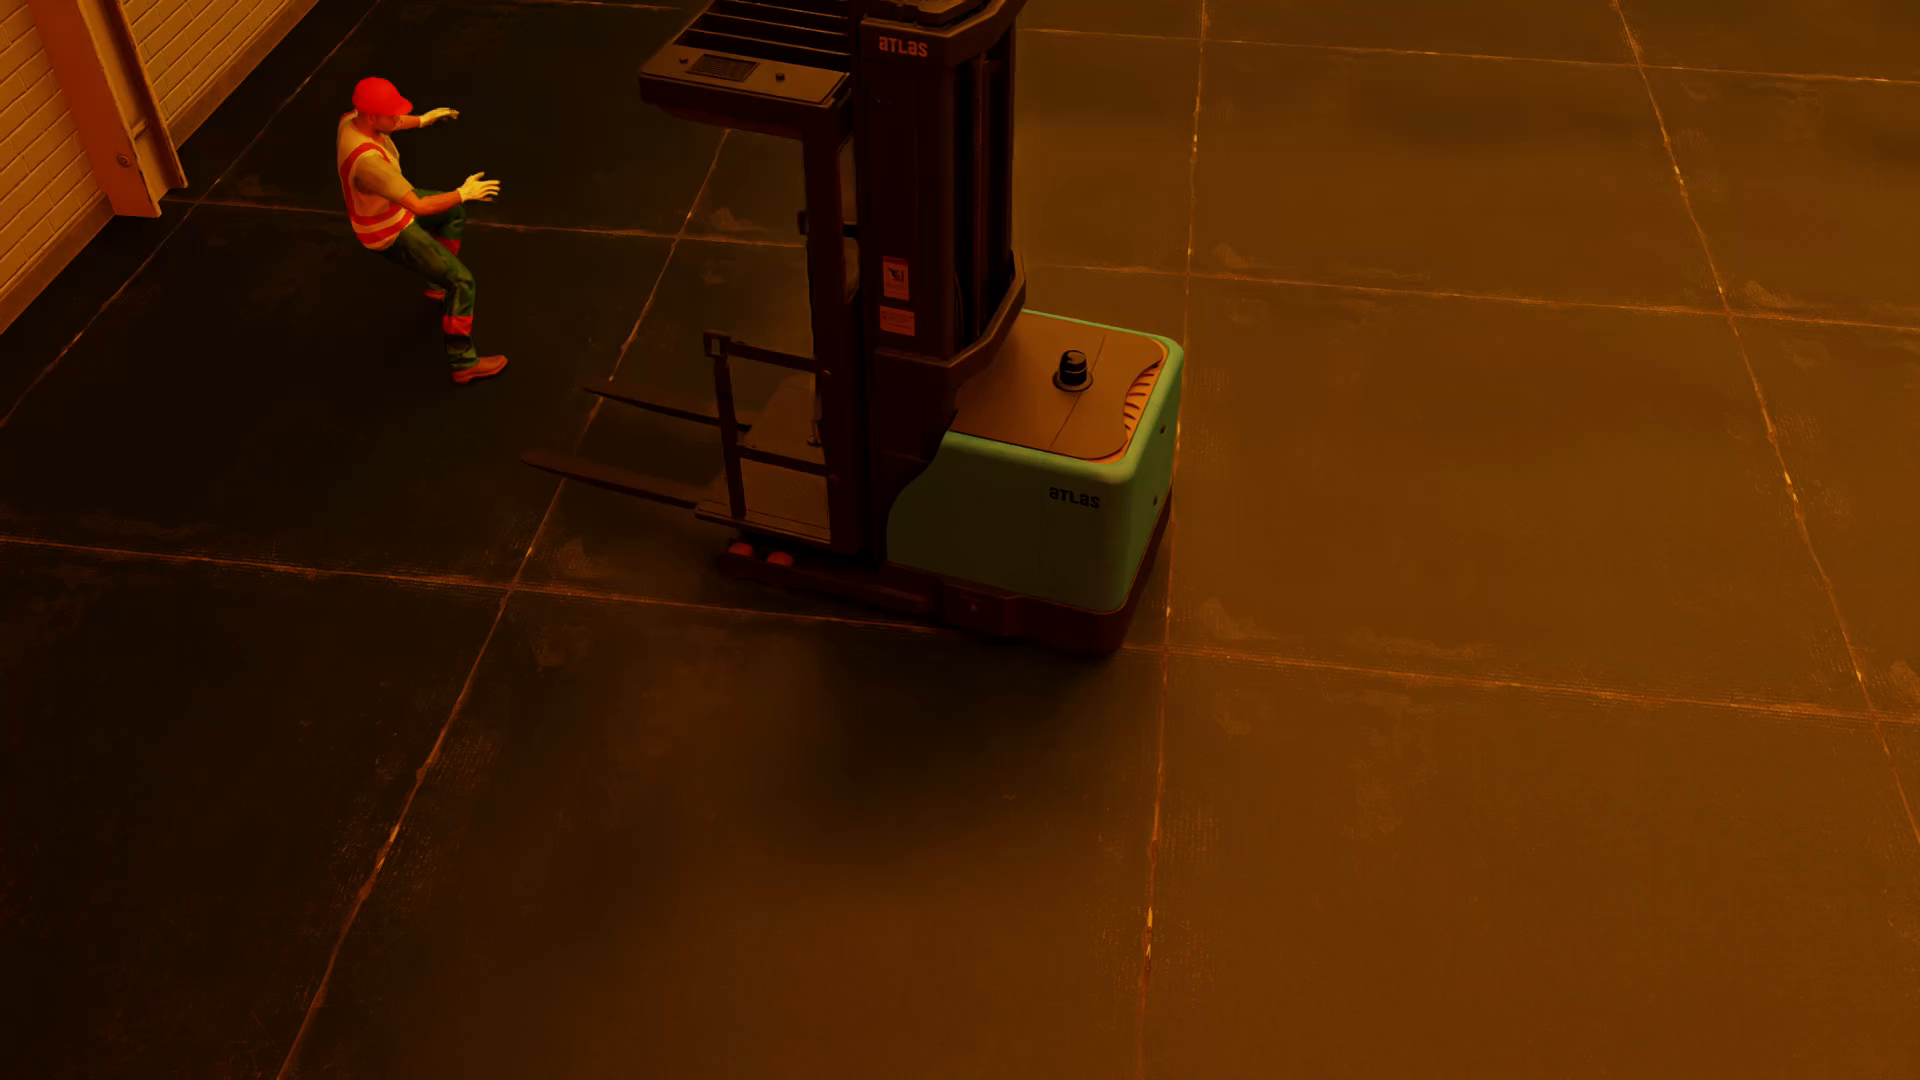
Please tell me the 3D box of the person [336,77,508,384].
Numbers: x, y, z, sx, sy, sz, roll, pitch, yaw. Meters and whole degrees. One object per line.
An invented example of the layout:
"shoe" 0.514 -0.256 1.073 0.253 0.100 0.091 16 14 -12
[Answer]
"person" -2.756 -1.724 8.616 0.774 1.564 1.006 -11 44 -12

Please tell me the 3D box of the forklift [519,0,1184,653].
"forklift" -0.582 -1.184 7.014 3.031 2.935 1.130 13 44 14
